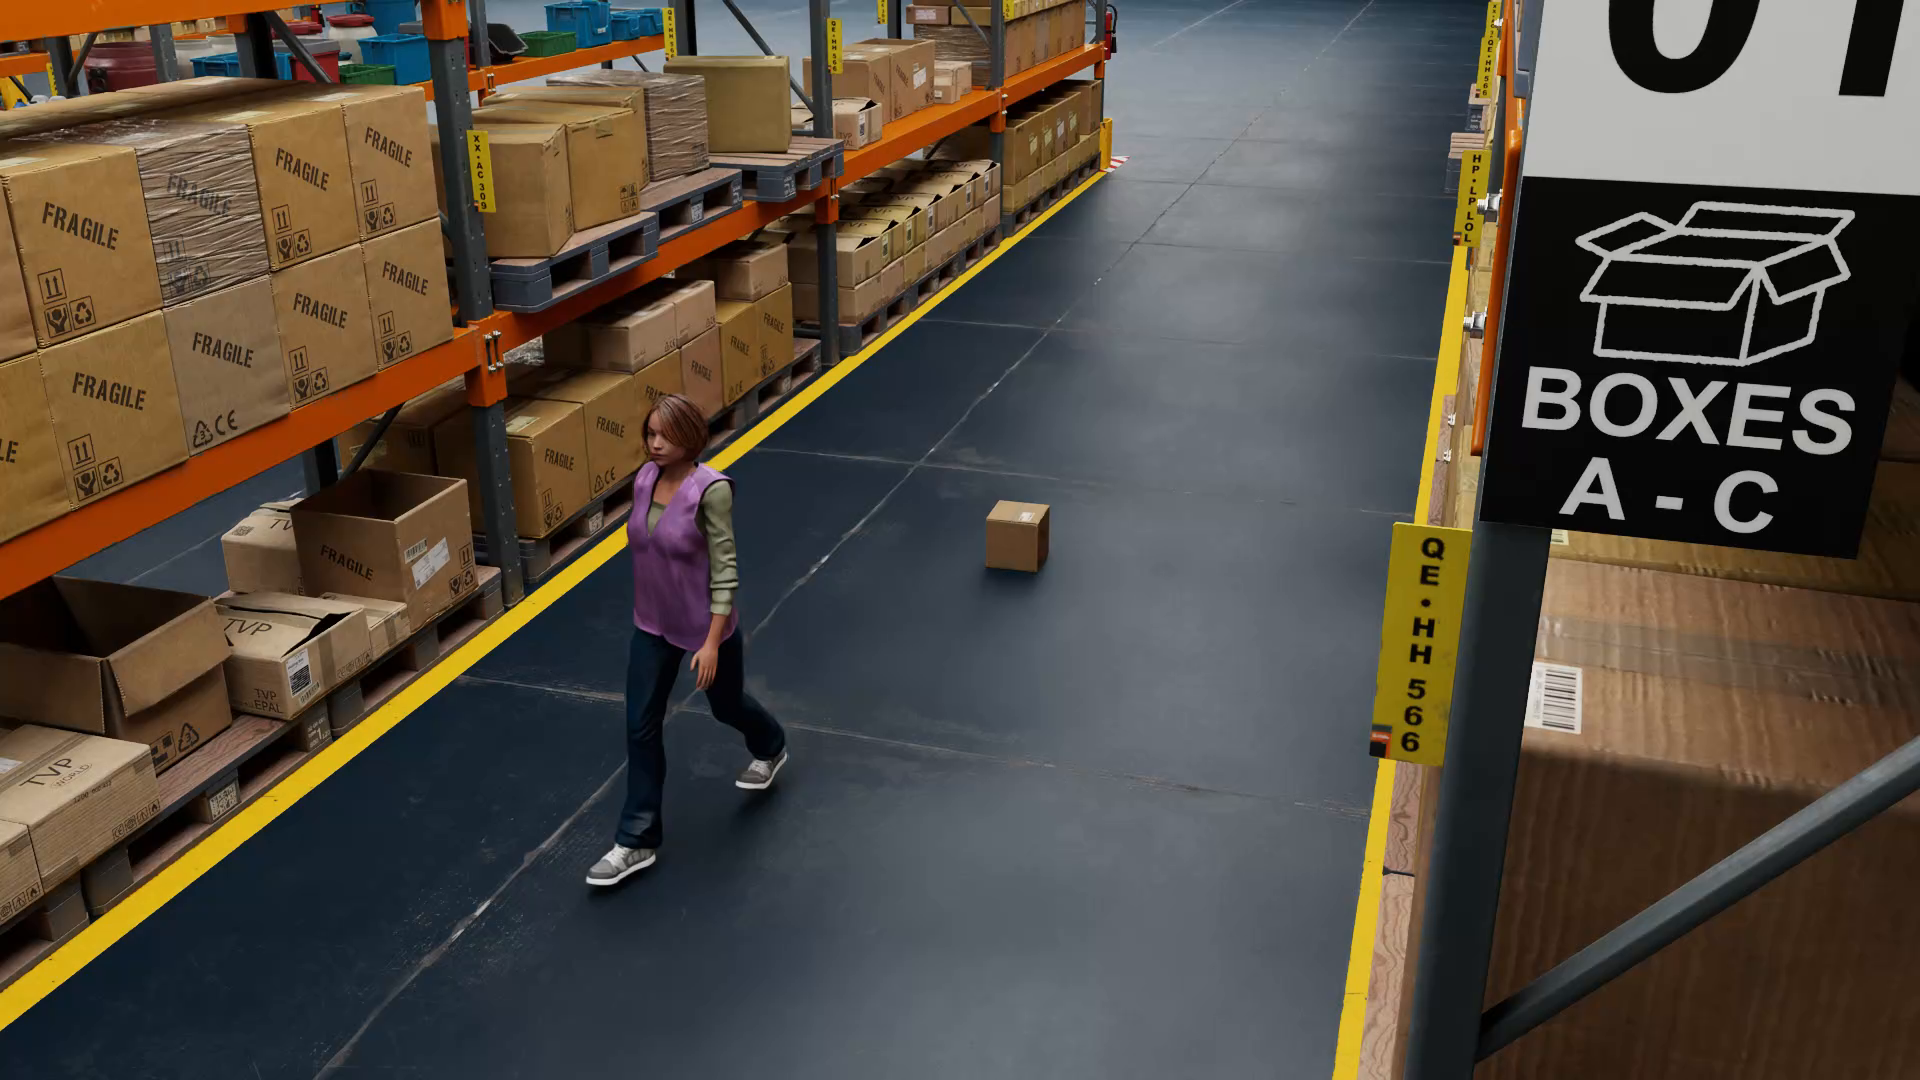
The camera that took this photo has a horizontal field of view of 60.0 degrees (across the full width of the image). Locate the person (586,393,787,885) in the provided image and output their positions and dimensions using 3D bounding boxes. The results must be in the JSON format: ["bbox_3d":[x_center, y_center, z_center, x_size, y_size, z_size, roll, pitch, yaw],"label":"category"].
[{"bbox_3d":[-0.887,0.280,5.405,0.436,1.542,0.942,11,25,25],"label":"person"}]
